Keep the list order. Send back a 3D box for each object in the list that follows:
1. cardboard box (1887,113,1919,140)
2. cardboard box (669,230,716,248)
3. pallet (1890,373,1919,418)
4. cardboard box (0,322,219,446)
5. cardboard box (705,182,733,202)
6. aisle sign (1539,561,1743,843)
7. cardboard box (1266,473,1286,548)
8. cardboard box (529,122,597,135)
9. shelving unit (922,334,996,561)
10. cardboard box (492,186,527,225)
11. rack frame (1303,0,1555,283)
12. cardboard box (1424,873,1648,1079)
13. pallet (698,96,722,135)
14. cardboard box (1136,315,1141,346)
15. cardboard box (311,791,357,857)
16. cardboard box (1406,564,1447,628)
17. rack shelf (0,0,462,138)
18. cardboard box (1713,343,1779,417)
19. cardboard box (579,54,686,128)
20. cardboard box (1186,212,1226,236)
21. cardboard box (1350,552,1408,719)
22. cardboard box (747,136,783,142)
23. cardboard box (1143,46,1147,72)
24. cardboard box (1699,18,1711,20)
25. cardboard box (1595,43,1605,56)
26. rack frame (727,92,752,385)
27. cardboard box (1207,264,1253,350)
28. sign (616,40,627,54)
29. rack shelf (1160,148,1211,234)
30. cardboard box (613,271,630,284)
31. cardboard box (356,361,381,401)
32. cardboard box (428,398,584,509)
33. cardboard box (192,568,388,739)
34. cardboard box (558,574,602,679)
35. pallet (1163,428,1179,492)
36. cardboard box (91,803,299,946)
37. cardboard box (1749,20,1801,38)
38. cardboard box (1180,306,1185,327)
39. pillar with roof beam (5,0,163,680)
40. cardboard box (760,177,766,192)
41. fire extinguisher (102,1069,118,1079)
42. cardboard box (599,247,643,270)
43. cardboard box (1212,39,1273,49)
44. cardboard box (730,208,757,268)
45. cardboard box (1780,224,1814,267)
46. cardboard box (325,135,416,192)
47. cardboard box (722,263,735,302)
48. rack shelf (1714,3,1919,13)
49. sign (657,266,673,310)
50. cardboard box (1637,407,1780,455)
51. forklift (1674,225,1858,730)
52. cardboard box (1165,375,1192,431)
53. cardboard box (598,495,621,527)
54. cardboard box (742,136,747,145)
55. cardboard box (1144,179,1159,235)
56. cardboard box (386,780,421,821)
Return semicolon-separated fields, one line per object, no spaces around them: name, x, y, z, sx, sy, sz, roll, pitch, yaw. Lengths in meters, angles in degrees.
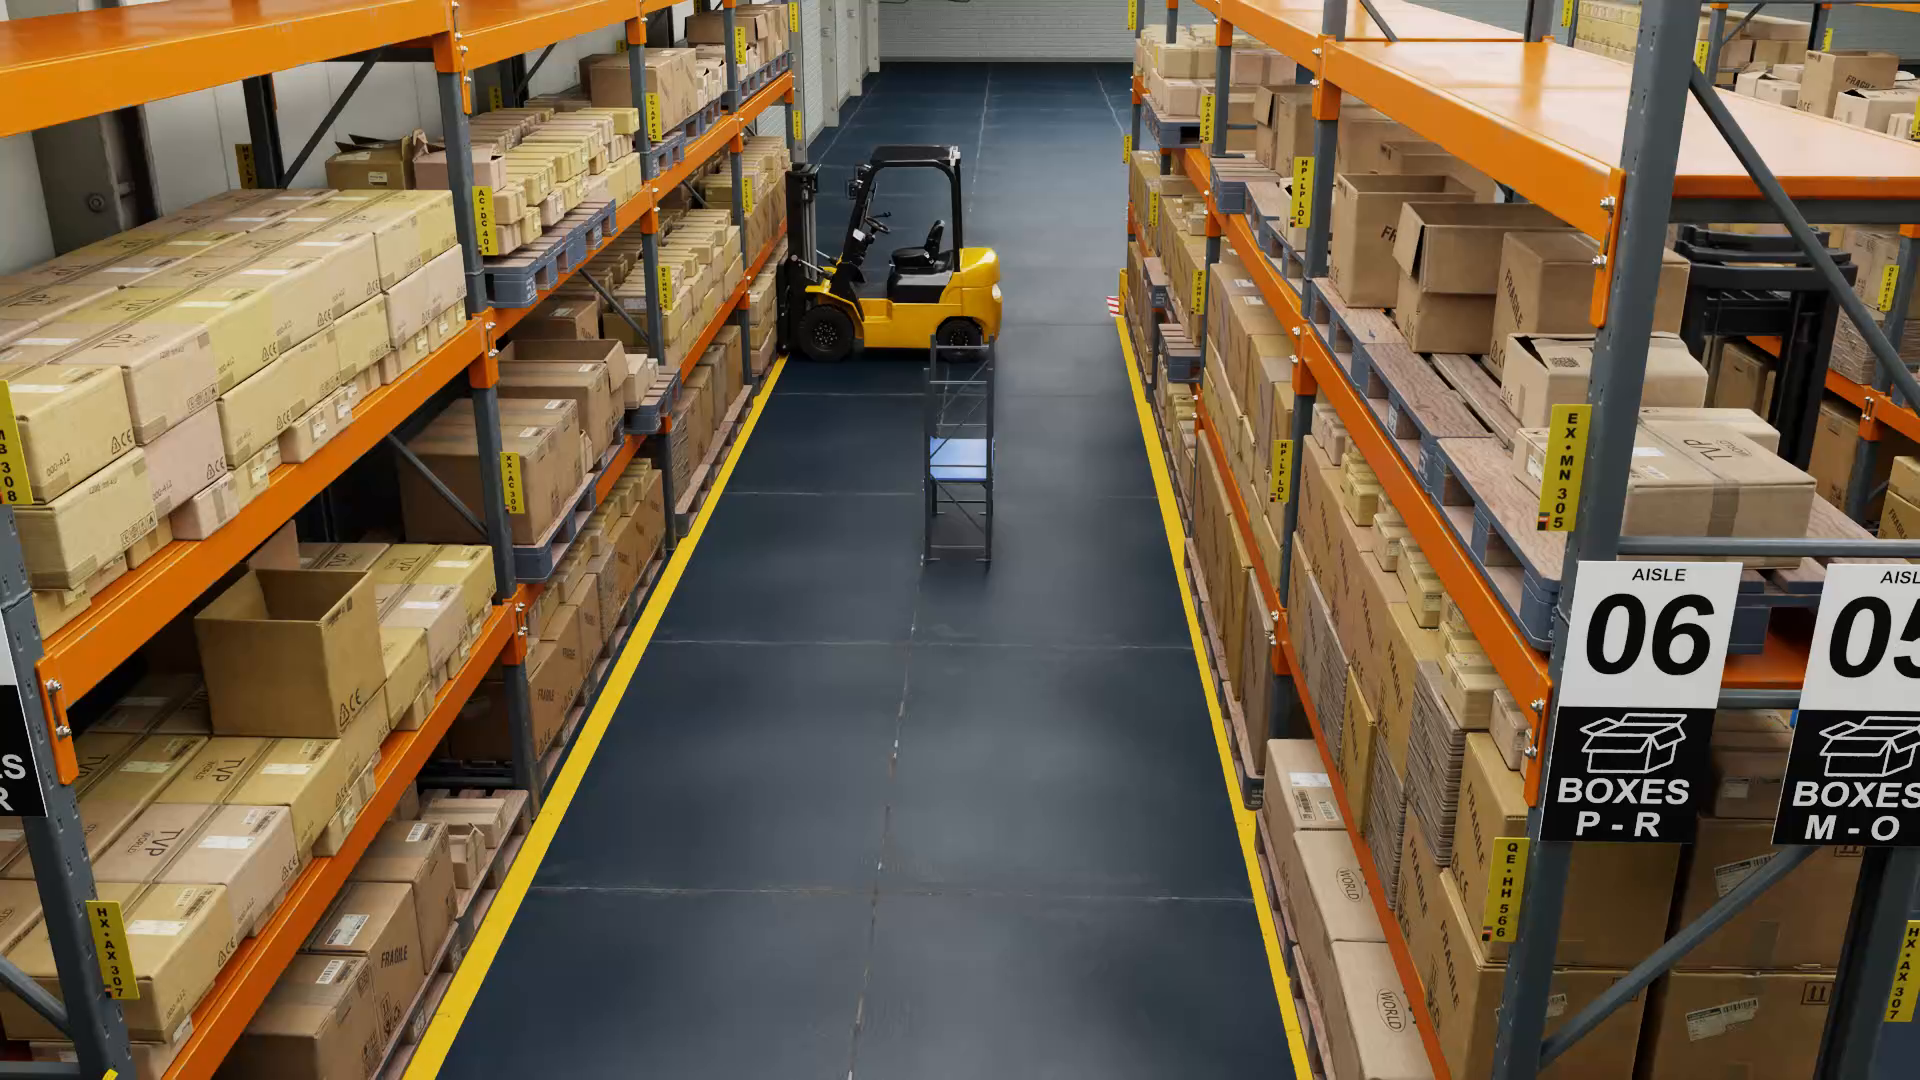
cardboard box;7.016;-3.015;12.109;0.380;0.166;0.250;1;21;2
cardboard box;-2.358;-2.632;14.632;0.380;0.149;0.250;0;21;0
pallet;7.302;-0.916;11.507;1.213;0.211;1.003;1;21;2
cardboard box;-2.639;-0.484;5.088;0.500;0.250;0.500;0;21;1
cardboard box;-2.267;-3.381;16.150;0.380;0.149;0.250;1;21;3
aisle sign;1.711;0.421;4.202;0.394;0.787;0.004;1;21;2
cardboard box;1.915;-0.161;8.813;0.500;0.250;0.500;1;21;2
cardboard box;-2.531;-2.578;10.626;0.380;0.149;0.250;0;21;1
shelving unit;0.003;-0.730;12.837;0.538;1.500;1.048;1;21;2
cardboard box;-2.369;-1.654;8.216;0.380;0.149;0.250;1;21;3
rack frame;2.145;-2.632;7.373;1.000;3.000;0.127;1;21;2
cardboard box;1.773;1.387;5.170;0.500;0.500;0.500;1;21;2
pallet;-2.587;-3.771;14.720;0.805;0.209;1.217;0;21;-1
cardboard box;2.164;-2.235;17.863;0.500;0.250;0.500;1;21;2
cardboard box;-2.565;1.094;6.411;0.380;0.149;0.250;0;21;0
cardboard box;1.818;0.202;5.945;0.380;0.149;0.250;1;21;3
rack shelf;-2.877;-1.626;5.777;1.077;0.370;4.000;1;21;2
cardboard box;7.377;-1.283;14.718;1.050;0.750;0.750;1;21;2
cardboard box;-2.514;-3.465;12.809;0.700;0.500;0.500;0;21;1
cardboard box;2.034;-2.560;13.453;0.380;0.149;0.250;0;21;-1
cardboard box;1.822;0.371;6.405;0.500;0.500;0.500;0;21;1
cardboard box;-2.252;-4.583;19.249;0.380;0.149;0.250;1;21;2
cardboard box;2.212;-5.094;17.659;0.500;0.250;0.500;1;21;3
cardboard box;7.048;-4.923;15.951;0.380;0.149;0.250;1;21;2
cardboard box;7.107;-5.285;17.986;0.380;0.149;0.250;1;21;2
rack frame;-2.573;-2.781;16.050;1.000;3.000;0.127;1;21;2
cardboard box;2.007;-1.619;11.534;0.500;0.500;0.500;0;21;0
sign;-3.128;-4.463;15.414;0.100;0.325;0.005;1;21;2
rack shelf;2.327;-3.068;13.637;1.077;0.370;4.000;1;21;2
cardboard box;-2.927;-2.030;13.629;0.500;0.250;0.500;0;21;1
cardboard box;-2.609;-0.666;6.800;0.380;0.149;0.250;1;21;3
cardboard box;-2.562;-0.491;9.429;0.700;0.500;0.500;1;21;2
cardboard box;-2.610;0.436;6.519;0.500;0.500;0.500;1;21;3
cardboard box;-2.551;0.535;10.378;0.500;0.500;0.500;0;21;0
pallet;2.332;-0.704;14.552;1.003;0.211;1.213;1;21;2
cardboard box;-2.640;1.145;5.726;0.500;0.250;0.500;1;21;2
cardboard box;7.697;-4.826;15.699;0.380;0.149;0.250;0;21;1
cardboard box;1.956;-1.762;13.190;0.380;0.149;0.250;0;21;-1
pillar with roof beam;0.564;-2.396;6.765;9.100;9.000;0.400;1;21;2
cardboard box;-2.233;-3.705;17.396;0.380;0.149;0.250;0;21;0
fire extinguisher;-2.481;1.826;4.799;0.296;0.674;0.183;1;21;2
cardboard box;-2.860;-2.359;13.928;0.380;0.149;0.250;1;21;3
cardboard box;2.498;-4.274;14.687;0.500;0.250;0.500;1;21;3
cardboard box;-2.299;-2.985;16.438;0.500;0.500;0.500;0;21;0
cardboard box;7.284;-2.492;13.784;0.700;0.500;0.500;0;21;1
cardboard box;-2.876;-1.856;8.163;0.396;0.266;0.258;0;21;1
cardboard box;-2.337;-2.344;15.132;0.500;0.250;0.500;1;21;1
rack shelf;7.278;-4.262;13.120;1.077;0.370;4.000;1;21;2
sign;-2.152;-1.835;12.121;0.100;0.325;0.005;1;21;2
cardboard box;2.286;-0.304;5.147;0.380;0.149;0.250;1;21;4
forklift;4.573;-0.563;10.429;1.130;2.935;3.031;1;21;2
cardboard box;2.356;-1.249;15.154;0.950;0.372;0.625;2;21;5
cardboard box;-2.540;-0.198;11.370;0.380;0.149;0.250;1;21;3
cardboard box;-2.675;-4.596;19.282;0.380;0.149;0.250;0;21;1
cardboard box;2.173;-3.451;17.226;0.500;0.500;0.500;1;21;3
cardboard box;-3.073;1.405;8.397;0.500;0.311;0.500;1;21;4
